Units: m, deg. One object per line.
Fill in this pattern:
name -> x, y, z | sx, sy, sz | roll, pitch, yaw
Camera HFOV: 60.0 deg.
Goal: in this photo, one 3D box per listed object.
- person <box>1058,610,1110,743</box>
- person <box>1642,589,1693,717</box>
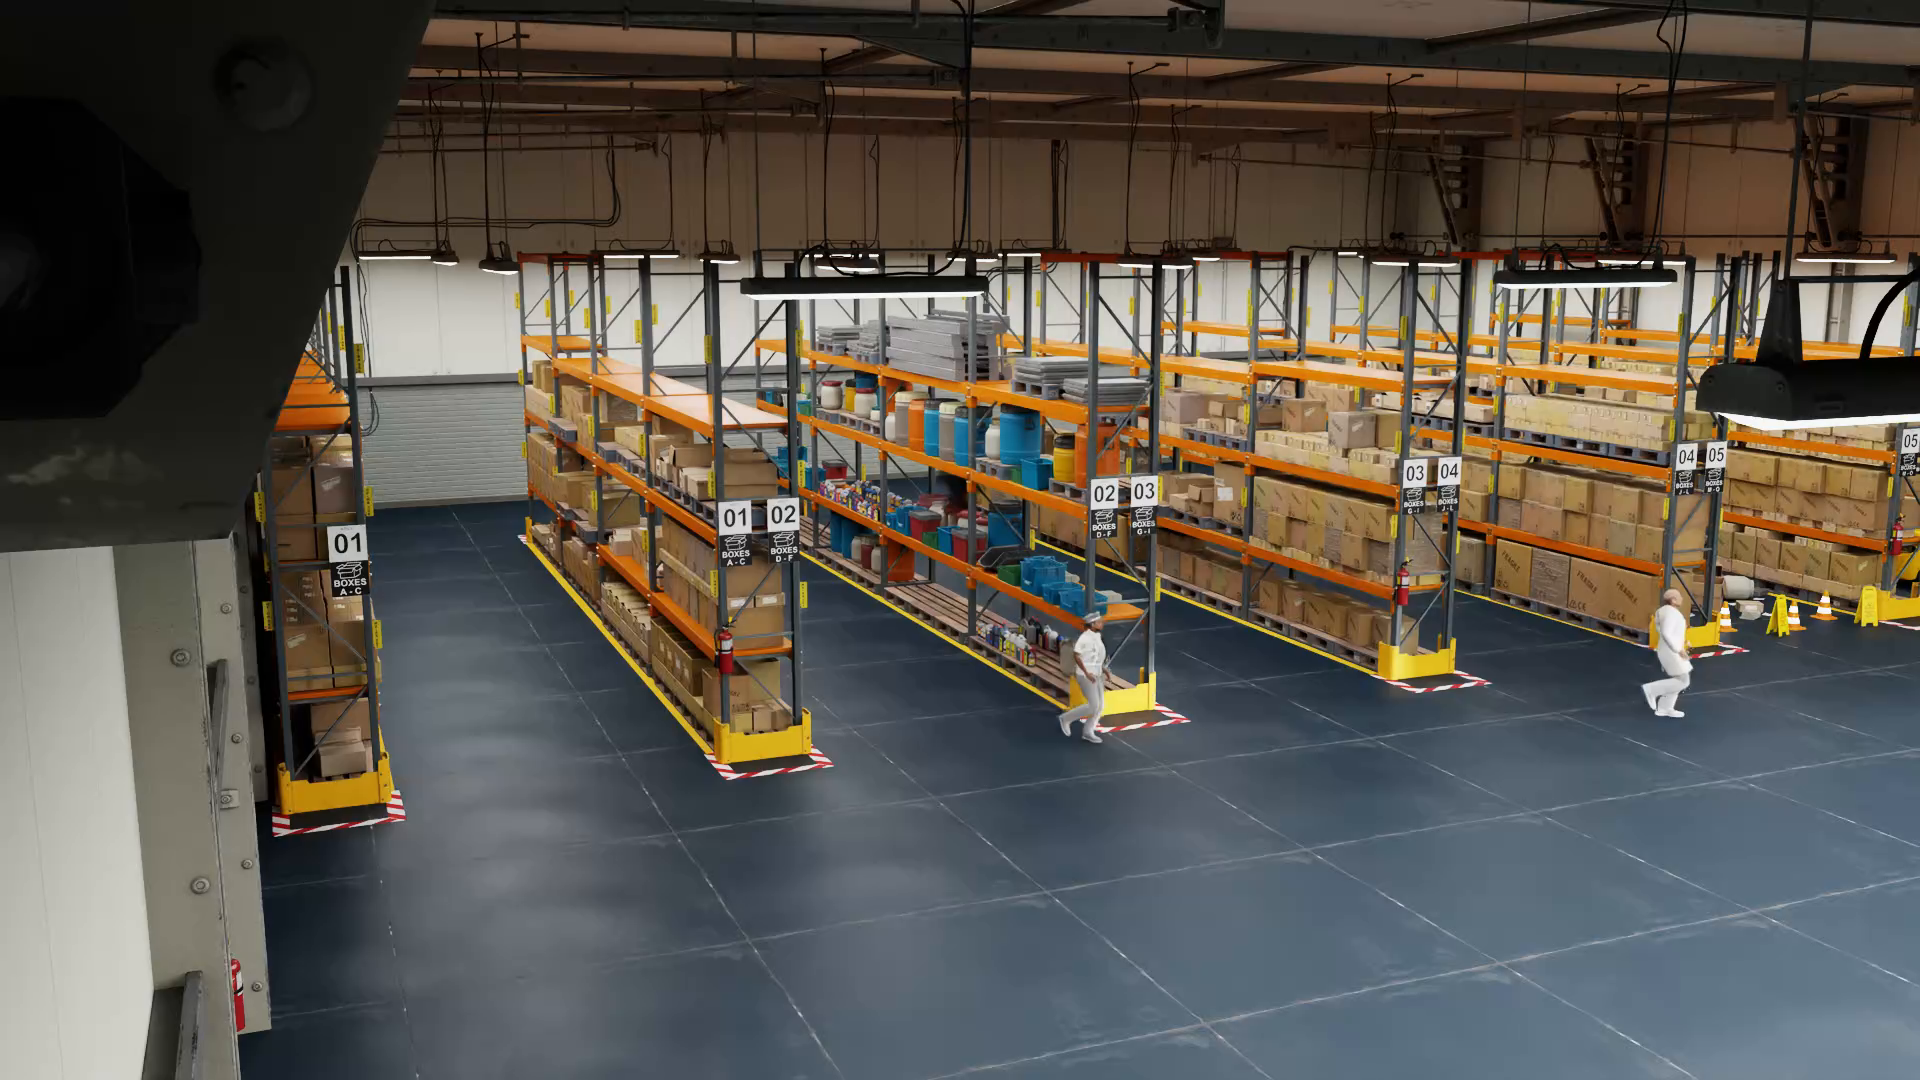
person -> 1.613, 1.709, 21.163 | 0.574, 1.639, 0.653 | 5, 11, 23
person -> 9.391, 1.543, 22.070 | 0.636, 1.653, 0.694 | 2, 11, 9
